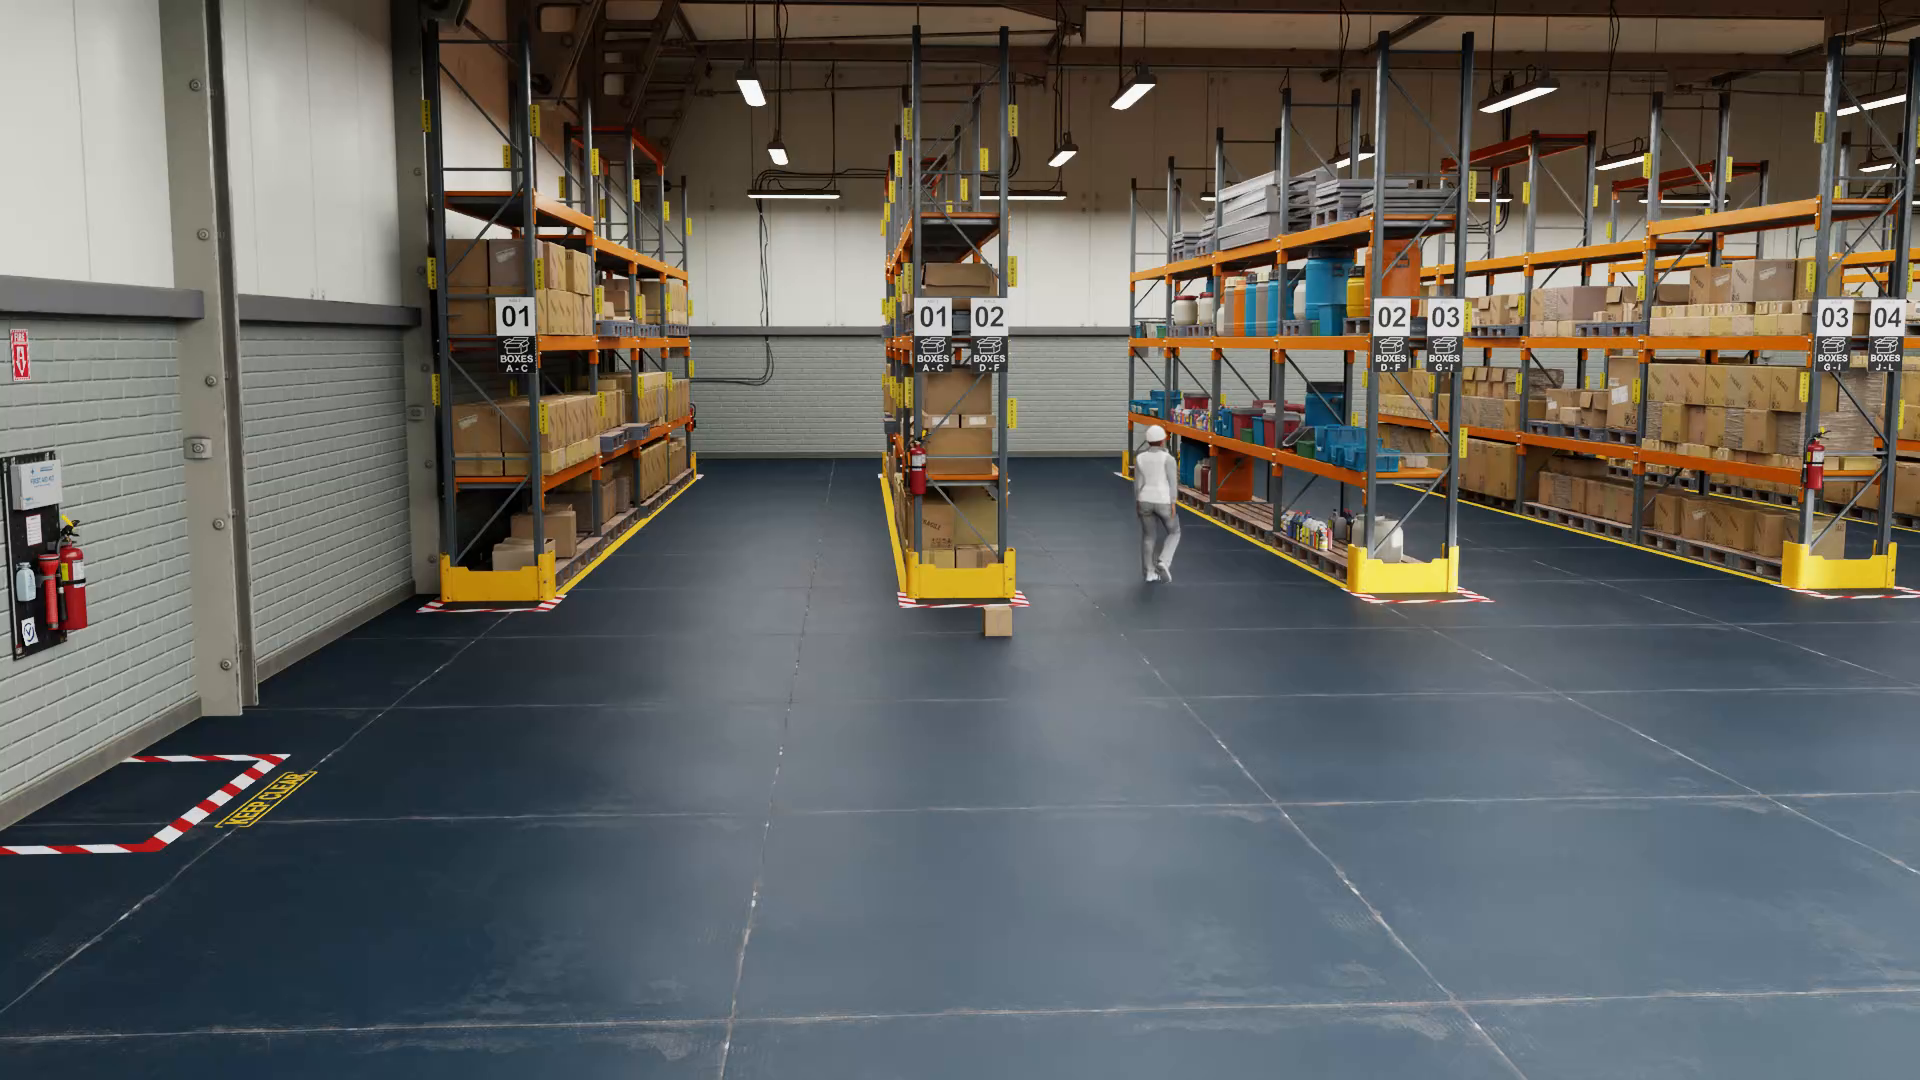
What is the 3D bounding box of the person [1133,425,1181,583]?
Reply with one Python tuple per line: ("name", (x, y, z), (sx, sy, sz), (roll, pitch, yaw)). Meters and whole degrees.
("person", (2.250, -0.411, 18.964), (0.550, 1.795, 0.450), (4, 8, 27))
